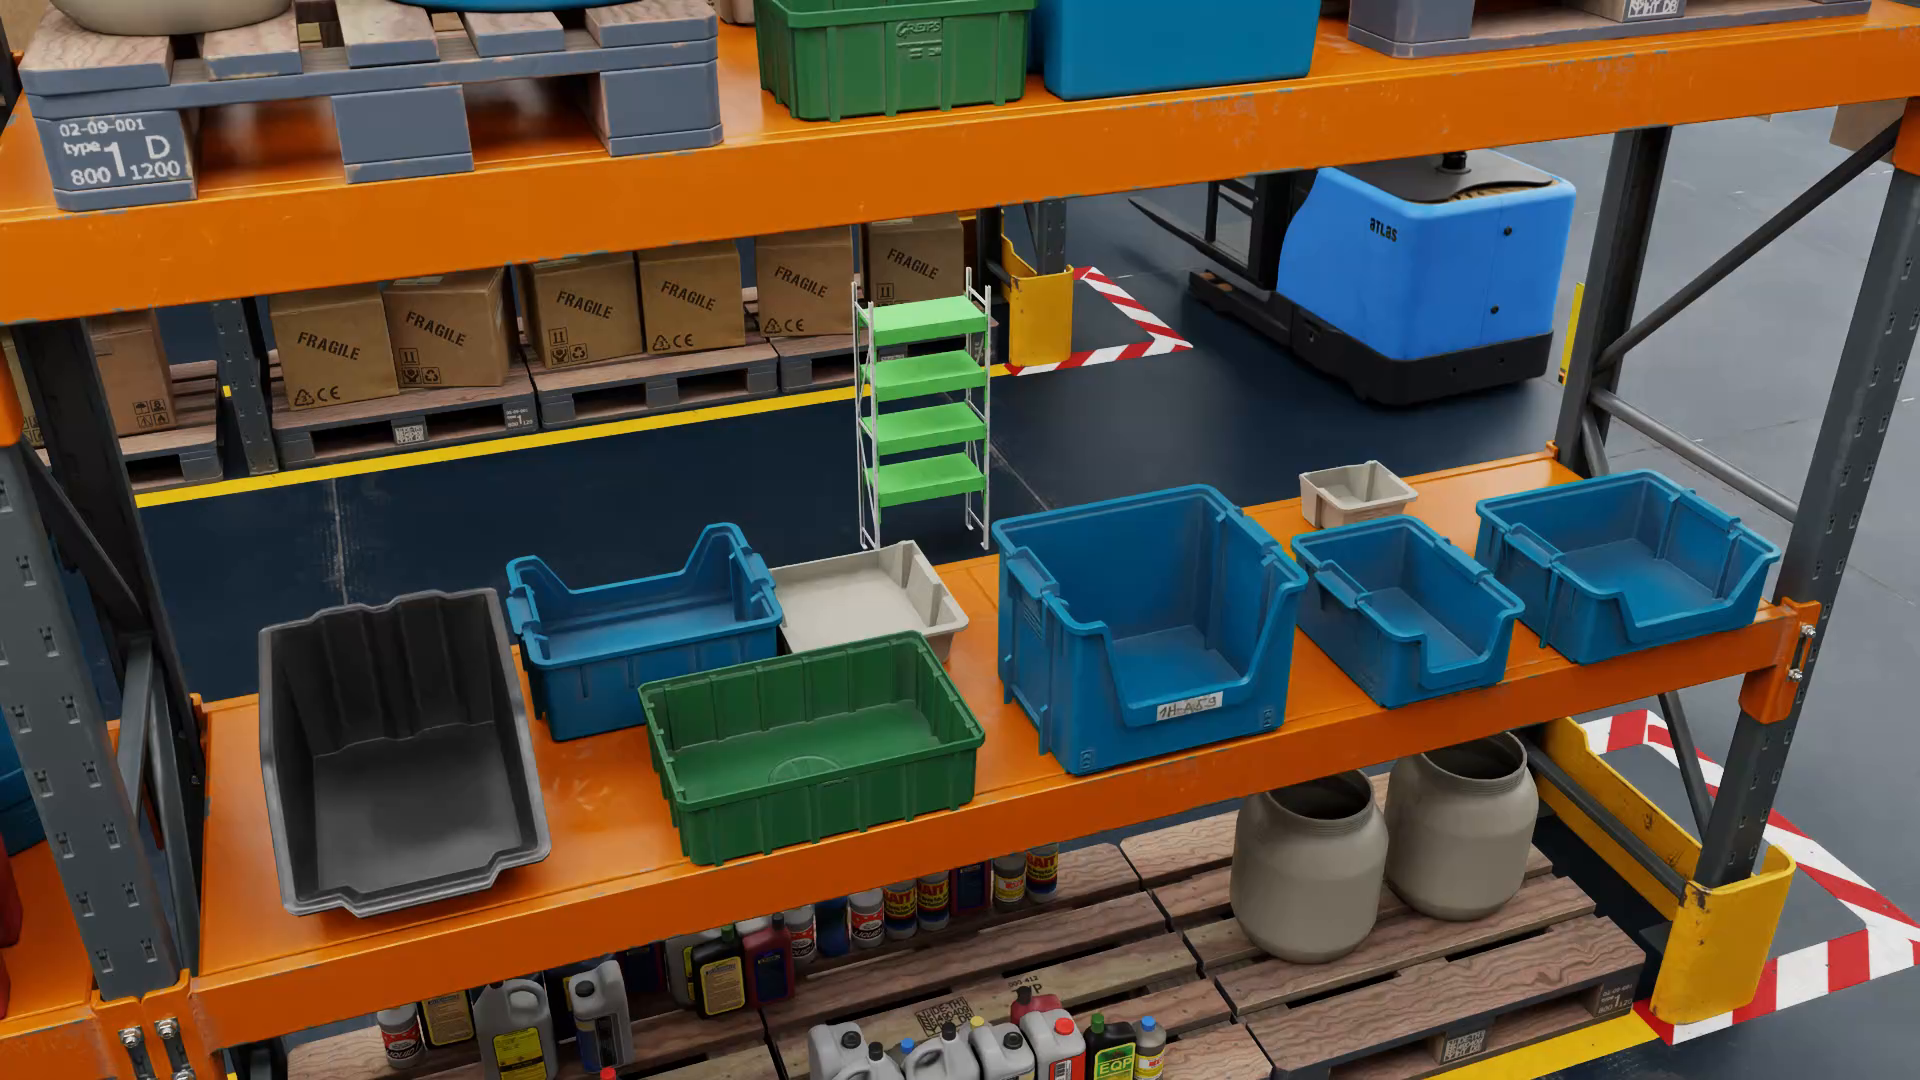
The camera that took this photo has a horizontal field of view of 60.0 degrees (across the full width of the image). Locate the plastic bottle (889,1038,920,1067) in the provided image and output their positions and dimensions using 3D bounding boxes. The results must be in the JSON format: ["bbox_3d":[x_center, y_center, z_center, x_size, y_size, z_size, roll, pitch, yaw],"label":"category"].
[{"bbox_3d":[-0.132,1.352,4.229,0.097,0.201,0.097,0,30,0],"label":"plastic bottle"}]

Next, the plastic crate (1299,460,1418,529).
[{"bbox_3d":[1.098,-0.110,4.680,0.250,0.136,0.298,-10,31,-18],"label":"plastic crate"}]

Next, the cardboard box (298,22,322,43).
[{"bbox_3d":[-2.916,-2.404,7.028,0.500,0.500,0.500,-10,31,-18],"label":"cardboard box"}]

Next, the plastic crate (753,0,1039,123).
[{"bbox_3d":[-0.126,-0.897,2.978,0.450,0.188,0.336,-10,31,-18],"label":"plastic crate"}]

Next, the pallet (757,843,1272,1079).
[{"bbox_3d":[0.090,1.363,4.644,1.213,0.211,1.003,-10,31,-18],"label":"pallet"}]

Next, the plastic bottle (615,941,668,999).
[{"bbox_3d":[-0.879,1.124,4.546,0.133,0.283,0.061,-8,31,-14],"label":"plastic bottle"}]

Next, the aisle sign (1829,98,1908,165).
[{"bbox_3d":[2.220,-1.234,3.760,0.004,0.787,0.394,-10,31,-18],"label":"aisle sign"}]

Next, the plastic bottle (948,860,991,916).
[{"bbox_3d":[0.023,0.958,4.838,0.133,0.283,0.061,-10,31,-17],"label":"plastic bottle"}]

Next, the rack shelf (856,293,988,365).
[{"bbox_3d":[-0.155,-0.854,6.697,0.480,0.148,0.258,-10,31,-18],"label":"rack shelf"}]

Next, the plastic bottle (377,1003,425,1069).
[{"bbox_3d":[-1.468,1.278,4.359,0.097,0.201,0.097,0,30,0],"label":"plastic bottle"}]

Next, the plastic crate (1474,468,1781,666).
[{"bbox_3d":[1.684,0.060,4.265,0.616,0.251,0.499,-10,31,-18],"label":"plastic crate"}]

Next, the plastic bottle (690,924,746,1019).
[{"bbox_3d":[-0.654,1.159,4.485,0.133,0.283,0.061,-10,31,-18],"label":"plastic bottle"}]

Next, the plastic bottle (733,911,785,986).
[{"bbox_3d":[-0.560,1.093,4.609,0.135,0.276,0.152,-10,31,-17],"label":"plastic bottle"}]

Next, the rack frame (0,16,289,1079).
[{"bbox_3d":[-1.701,0.459,3.414,0.053,2.616,0.949,-10,31,-18],"label":"rack frame"}]

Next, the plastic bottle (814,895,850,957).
[{"bbox_3d":[-0.364,1.044,4.699,0.097,0.271,0.097,0,30,0],"label":"plastic bottle"}]

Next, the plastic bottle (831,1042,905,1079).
[{"bbox_3d":[-0.223,1.368,4.051,0.185,0.351,0.144,-11,31,-18],"label":"plastic bottle"}]

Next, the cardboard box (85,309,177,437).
[{"bbox_3d":[-4.010,-0.847,7.786,0.500,0.500,0.700,-13,32,-21],"label":"cardboard box"}]

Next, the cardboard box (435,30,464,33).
[{"bbox_3d":[-2.503,-2.129,7.555,0.500,0.500,0.875,-10,31,-18],"label":"cardboard box"}]

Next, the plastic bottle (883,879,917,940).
[{"bbox_3d":[-0.174,1.009,4.760,0.097,0.271,0.097,0,30,0],"label":"plastic bottle"}]

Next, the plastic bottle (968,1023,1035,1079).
[{"bbox_3d":[0.105,1.337,4.179,0.135,0.276,0.152,-11,32,-19],"label":"plastic bottle"}]

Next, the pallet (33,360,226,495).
[{"bbox_3d":[-4.156,-0.491,7.898,1.213,0.211,1.003,-10,31,-18],"label":"pallet"}]

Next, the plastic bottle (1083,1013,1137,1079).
[{"bbox_3d":[0.378,1.308,4.223,0.133,0.283,0.061,-10,31,-16],"label":"plastic bottle"}]

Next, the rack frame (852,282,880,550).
[{"bbox_3d":[-0.384,-0.451,6.829,0.015,1.200,0.240,-10,31,-18],"label":"rack frame"}]

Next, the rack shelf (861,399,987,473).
[{"bbox_3d":[-0.155,-0.437,6.934,0.480,0.148,0.258,-10,31,-18],"label":"rack shelf"}]

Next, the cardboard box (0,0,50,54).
[{"bbox_3d":[-4.220,-2.208,7.066,1.000,1.000,1.000,-10,31,-17],"label":"cardboard box"}]

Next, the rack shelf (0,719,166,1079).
[{"bbox_3d":[-3.574,1.118,2.984,4.000,0.370,1.077,-10,31,-18],"label":"rack shelf"}]

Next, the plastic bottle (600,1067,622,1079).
[{"bbox_3d":[-0.849,1.407,3.982,0.185,0.351,0.144,-10,31,-18],"label":"plastic bottle"}]

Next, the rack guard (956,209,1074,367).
[{"bbox_3d":[0.251,-1.429,9.253,0.348,0.500,1.175,-10,31,-18],"label":"rack guard"}]

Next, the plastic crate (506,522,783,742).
[{"bbox_3d":[-0.757,0.208,4.005,0.616,0.251,0.499,-10,31,-18],"label":"plastic crate"}]

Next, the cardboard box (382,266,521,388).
[{"bbox_3d":[-2.504,-1.087,8.228,0.500,0.500,0.500,-1,30,-2],"label":"cardboard box"}]

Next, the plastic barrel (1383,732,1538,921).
[{"bbox_3d":[1.459,0.818,4.874,0.421,0.512,0.421,0,30,0],"label":"plastic barrel"}]

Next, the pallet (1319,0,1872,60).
[{"bbox_3d":[1.240,-1.354,3.757,1.213,0.211,1.003,-10,31,-18],"label":"pallet"}]

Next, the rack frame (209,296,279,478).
[{"bbox_3d":[-3.427,-1.837,7.445,0.127,3.000,1.000,-10,31,-18],"label":"rack frame"}]

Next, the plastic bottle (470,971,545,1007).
[{"bbox_3d":[-1.197,1.175,4.388,0.185,0.351,0.144,-11,32,-19],"label":"plastic bottle"}]

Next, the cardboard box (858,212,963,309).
[{"bbox_3d":[-0.269,-1.524,8.996,0.500,0.500,0.500,-5,30,-8],"label":"cardboard box"}]

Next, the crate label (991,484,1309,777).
[{"bbox_3d":[0.419,0.198,3.837,0.616,0.435,0.502,-10,31,-18],"label":"crate label"}]

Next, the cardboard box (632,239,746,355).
[{"bbox_3d":[-1.411,-1.306,8.613,0.500,0.500,0.500,-8,31,-13],"label":"cardboard box"}]

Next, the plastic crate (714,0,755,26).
[{"bbox_3d":[-0.336,-1.193,3.550,0.396,0.136,0.243,-10,31,-18],"label":"plastic crate"}]

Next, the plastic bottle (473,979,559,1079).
[{"bbox_3d":[-1.146,1.242,4.271,0.185,0.351,0.144,-10,31,-18],"label":"plastic bottle"}]

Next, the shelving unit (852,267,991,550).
[{"bbox_3d":[-0.155,-0.493,6.903,0.503,1.200,0.258,-10,31,-18],"label":"shelving unit"}]

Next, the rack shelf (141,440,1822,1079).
[{"bbox_3d":[0.175,0.428,4.196,4.000,0.370,1.077,-10,31,-18],"label":"rack shelf"}]

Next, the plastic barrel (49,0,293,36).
[{"bbox_3d":[-1.228,-1.057,2.508,0.421,0.512,0.421,0,30,0],"label":"plastic barrel"}]

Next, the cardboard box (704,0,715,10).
[{"bbox_3d":[-1.043,-2.751,7.638,0.500,0.500,0.500,-10,31,-18],"label":"cardboard box"}]

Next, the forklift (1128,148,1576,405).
[{"bbox_3d":[1.991,-2.654,8.947,1.130,2.935,3.031,-12,32,-21],"label":"forklift"}]

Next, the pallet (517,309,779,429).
[{"bbox_3d":[-1.664,-0.971,8.740,1.213,0.211,1.003,-10,31,-18],"label":"pallet"}]

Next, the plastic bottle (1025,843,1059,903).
[{"bbox_3d":[0.241,0.933,4.894,0.097,0.271,0.097,0,30,0],"label":"plastic bottle"}]
